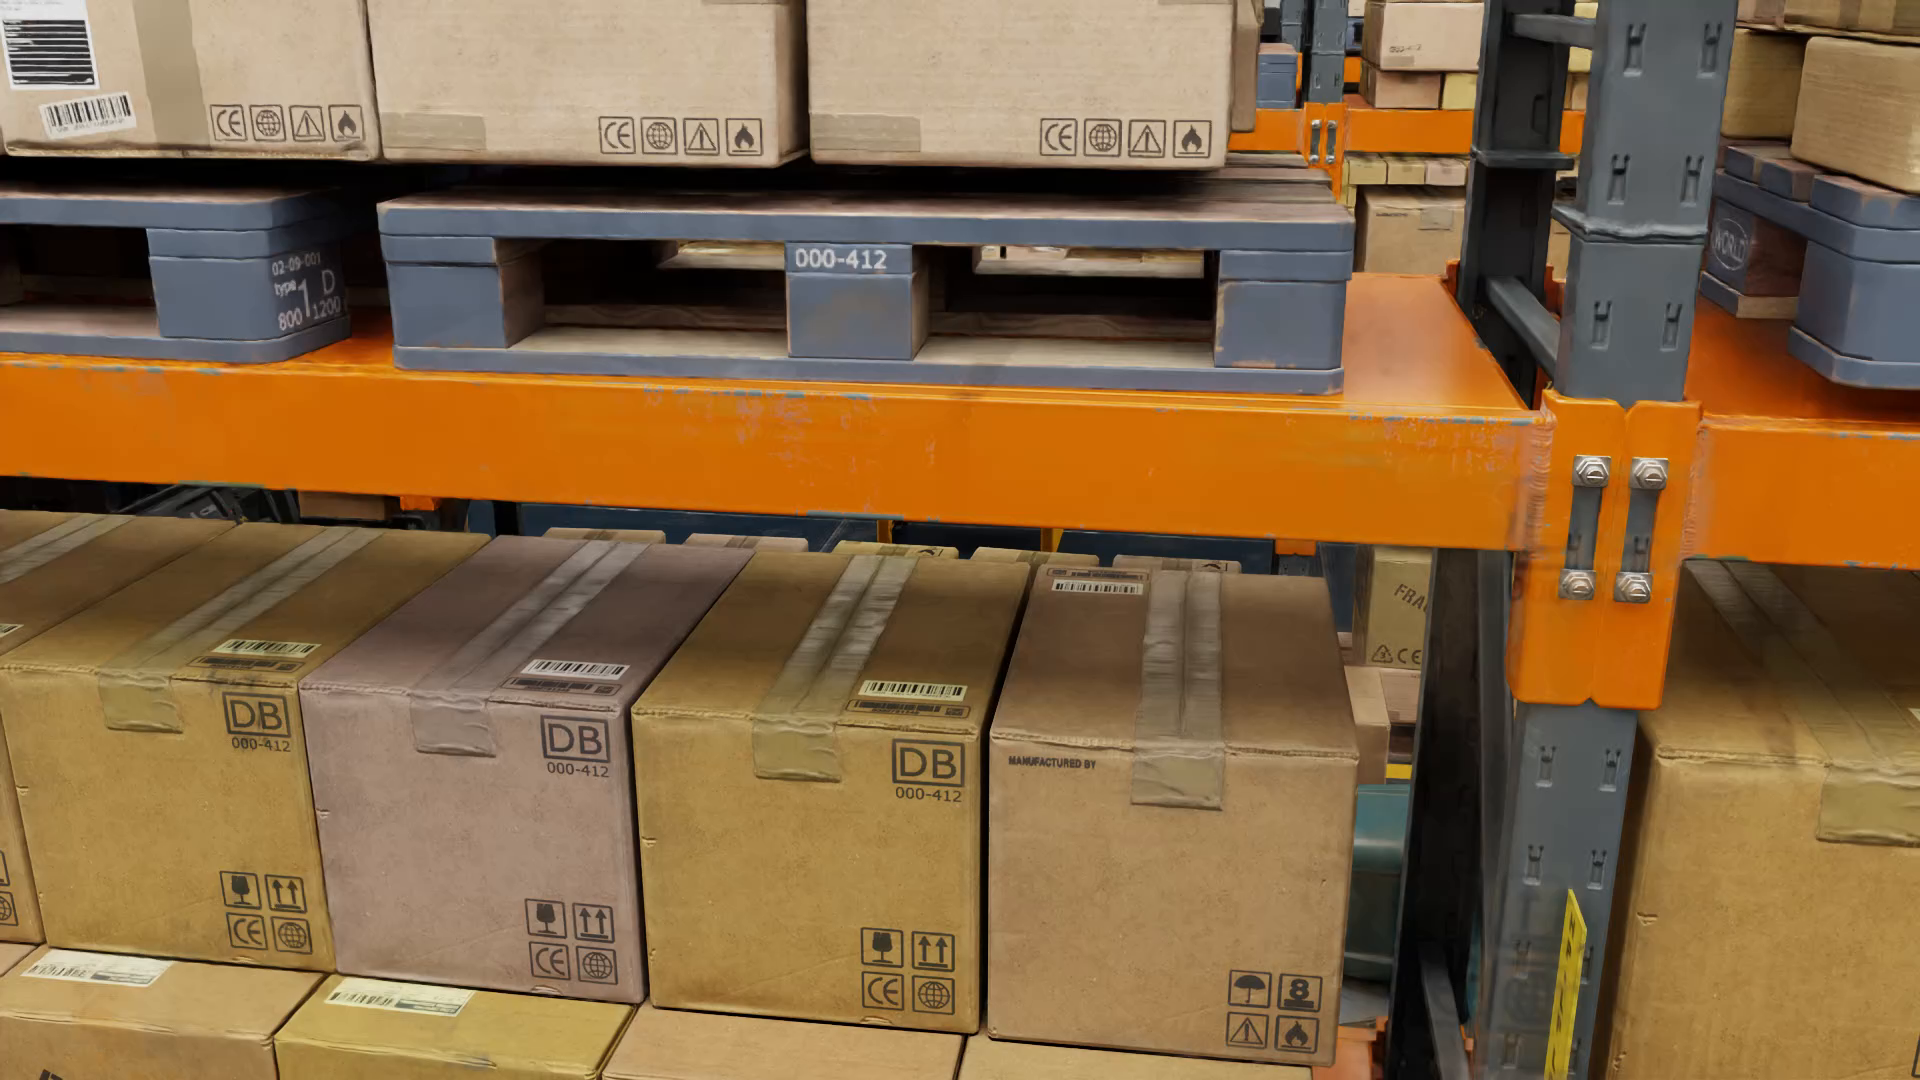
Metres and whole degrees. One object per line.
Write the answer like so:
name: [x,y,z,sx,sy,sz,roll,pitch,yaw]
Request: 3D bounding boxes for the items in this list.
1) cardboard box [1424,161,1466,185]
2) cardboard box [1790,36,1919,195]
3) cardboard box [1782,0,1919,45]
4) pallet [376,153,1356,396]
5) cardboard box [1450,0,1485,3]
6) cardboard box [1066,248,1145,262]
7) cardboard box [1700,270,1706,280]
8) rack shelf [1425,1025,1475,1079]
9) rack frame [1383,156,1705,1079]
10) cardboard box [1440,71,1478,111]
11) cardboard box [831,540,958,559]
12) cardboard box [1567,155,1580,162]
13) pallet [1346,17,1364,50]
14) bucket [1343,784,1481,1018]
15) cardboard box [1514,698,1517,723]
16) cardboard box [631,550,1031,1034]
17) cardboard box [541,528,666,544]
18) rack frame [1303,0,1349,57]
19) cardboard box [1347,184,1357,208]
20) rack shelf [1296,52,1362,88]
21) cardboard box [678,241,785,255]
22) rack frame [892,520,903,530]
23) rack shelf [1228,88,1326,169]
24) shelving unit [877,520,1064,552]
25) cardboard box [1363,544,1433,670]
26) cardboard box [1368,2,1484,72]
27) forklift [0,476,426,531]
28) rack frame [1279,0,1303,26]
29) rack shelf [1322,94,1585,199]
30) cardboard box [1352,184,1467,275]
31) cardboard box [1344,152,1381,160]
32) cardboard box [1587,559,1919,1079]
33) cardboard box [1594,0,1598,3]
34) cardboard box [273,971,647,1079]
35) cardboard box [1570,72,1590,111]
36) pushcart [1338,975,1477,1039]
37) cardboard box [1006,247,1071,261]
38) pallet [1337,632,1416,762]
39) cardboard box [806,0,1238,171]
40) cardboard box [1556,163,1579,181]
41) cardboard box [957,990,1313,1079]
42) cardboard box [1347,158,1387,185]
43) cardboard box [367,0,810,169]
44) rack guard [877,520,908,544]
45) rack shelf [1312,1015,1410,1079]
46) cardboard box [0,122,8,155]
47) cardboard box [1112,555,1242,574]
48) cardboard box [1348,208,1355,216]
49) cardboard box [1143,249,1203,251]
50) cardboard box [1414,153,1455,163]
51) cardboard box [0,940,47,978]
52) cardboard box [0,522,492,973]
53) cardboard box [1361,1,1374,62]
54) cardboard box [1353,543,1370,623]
cardboard box: [3.328,-2.515,11.444,0.250,0.149,0.380,3,19,10]
cardboard box: [1.133,-0.482,1.866,0.250,0.149,0.380,3,19,8]
cardboard box: [1.266,-0.684,1.840,0.500,0.250,0.500,3,19,9]
pallet: [-0.085,-0.419,2.404,1.217,0.209,0.805,2,19,6]
cardboard box: [2.034,-2.172,6.480,0.250,0.149,0.380,3,19,10]
cardboard box: [0.531,-0.976,7.206,0.500,0.500,0.500,3,19,9]
cardboard box: [2.906,-1.119,6.718,0.500,0.500,0.700,3,19,7]
rack shelf: [2.803,1.385,2.571,4.000,0.370,1.077,3,19,9]
rack frame: [0.828,0.943,2.757,0.127,3.000,1.000,3,19,9]
cardboard box: [2.031,-1.792,6.601,0.250,0.149,0.380,3,19,9]
cardboard box: [-0.402,0.339,8.042,0.625,0.372,0.950,4,19,10]
cardboard box: [4.426,-2.633,11.798,0.250,0.149,0.380,3,19,9]
pallet: [3.143,-3.514,11.490,1.213,0.211,1.003,3,19,9]
bucket: [1.328,1.059,5.174,0.620,0.611,0.726,-1,16,31]
cardboard box: [2.582,0.630,7.366,0.500,0.250,0.500,4,19,12]
cardboard box: [-0.171,0.373,2.728,0.500,0.500,0.700,3,19,8]
cardboard box: [-1.880,0.264,8.265,0.625,0.372,0.950,2,19,5]
rack frame: [1.513,-3.458,6.455,0.127,3.000,1.000,3,19,9]
cardboard box: [2.826,-2.412,11.605,0.250,0.149,0.380,3,19,10]
rack shelf: [4.272,-3.149,11.393,4.000,0.370,1.077,3,19,9]
cardboard box: [-0.987,-1.058,7.450,0.500,0.500,0.500,3,19,10]
rack frame: [-0.418,-0.733,10.129,0.032,1.500,0.500,3,19,9]
rack shelf: [-0.461,-1.795,7.346,4.000,0.370,1.077,3,19,9]
shelving unit: [0.075,-0.707,10.054,1.083,1.500,0.587,3,19,9]
cardboard box: [2.053,0.251,7.317,0.500,0.500,0.500,4,19,11]
cardboard box: [1.904,-1.997,6.586,0.500,0.250,0.500,3,19,7]
forklift: [-2.428,-0.049,5.829,3.031,2.935,1.130,3,19,9]
rack frame: [2.297,-5.013,11.104,0.127,3.000,1.000,3,19,9]
rack shelf: [3.488,-1.594,6.745,4.000,0.370,1.077,3,19,9]
cardboard box: [1.913,-1.185,6.916,0.500,0.500,0.700,3,19,8]
cardboard box: [2.901,-2.717,12.048,0.250,0.149,0.380,2,19,7]
cardboard box: [1.187,0.389,2.475,0.550,0.550,0.875,3,19,9]
cardboard box: [2.548,-2.135,6.367,0.250,0.149,0.380,3,19,8]
cardboard box: [-0.728,0.902,2.722,0.500,0.500,0.500,3,19,9]
cardboard box: [2.535,-1.790,6.594,0.250,0.149,0.380,3,19,10]
pushcart: [1.201,1.347,5.681,0.936,0.377,1.648,-3,19,-10]
cardboard box: [0.339,-1.291,7.124,0.250,0.149,0.380,2,19,7]
pallet: [2.182,0.732,7.782,1.213,0.211,1.003,3,19,9]
cardboard box: [0.105,-0.640,2.179,0.500,0.250,0.500,3,19,9]
cardboard box: [4.098,-2.508,11.423,0.250,0.149,0.380,3,19,9]
cardboard box: [0.270,0.953,2.570,0.500,0.500,0.500,3,19,8]
cardboard box: [2.840,-2.576,11.626,0.250,0.149,0.380,3,19,9]
cardboard box: [-0.426,-0.648,2.202,0.500,0.250,0.500,3,19,8]
rack guard: [-0.416,-0.140,10.327,0.087,0.250,0.587,3,19,9]
rack shelf: [-1.147,1.184,3.172,4.000,0.370,1.077,3,19,9]
cardboard box: [-1.440,-0.729,2.347,0.500,0.311,0.500,3,19,8]
cardboard box: [0.995,0.409,7.834,0.625,0.372,0.950,3,19,9]
cardboard box: [2.694,-2.111,11.728,0.500,0.500,0.500,2,19,7]
cardboard box: [1.096,-1.114,7.617,0.500,0.500,0.500,3,19,10]
cardboard box: [3.422,-2.715,12.042,0.250,0.149,0.380,3,19,8]
cardboard box: [-1.721,0.852,2.873,0.500,0.500,0.500,3,19,9]
cardboard box: [-1.169,0.322,2.881,0.500,0.500,0.700,3,19,8]
cardboard box: [1.994,-2.167,7.094,0.500,0.250,0.500,3,19,8]
cardboard box: [2.140,0.082,7.820,0.500,0.500,0.500,3,19,8]
